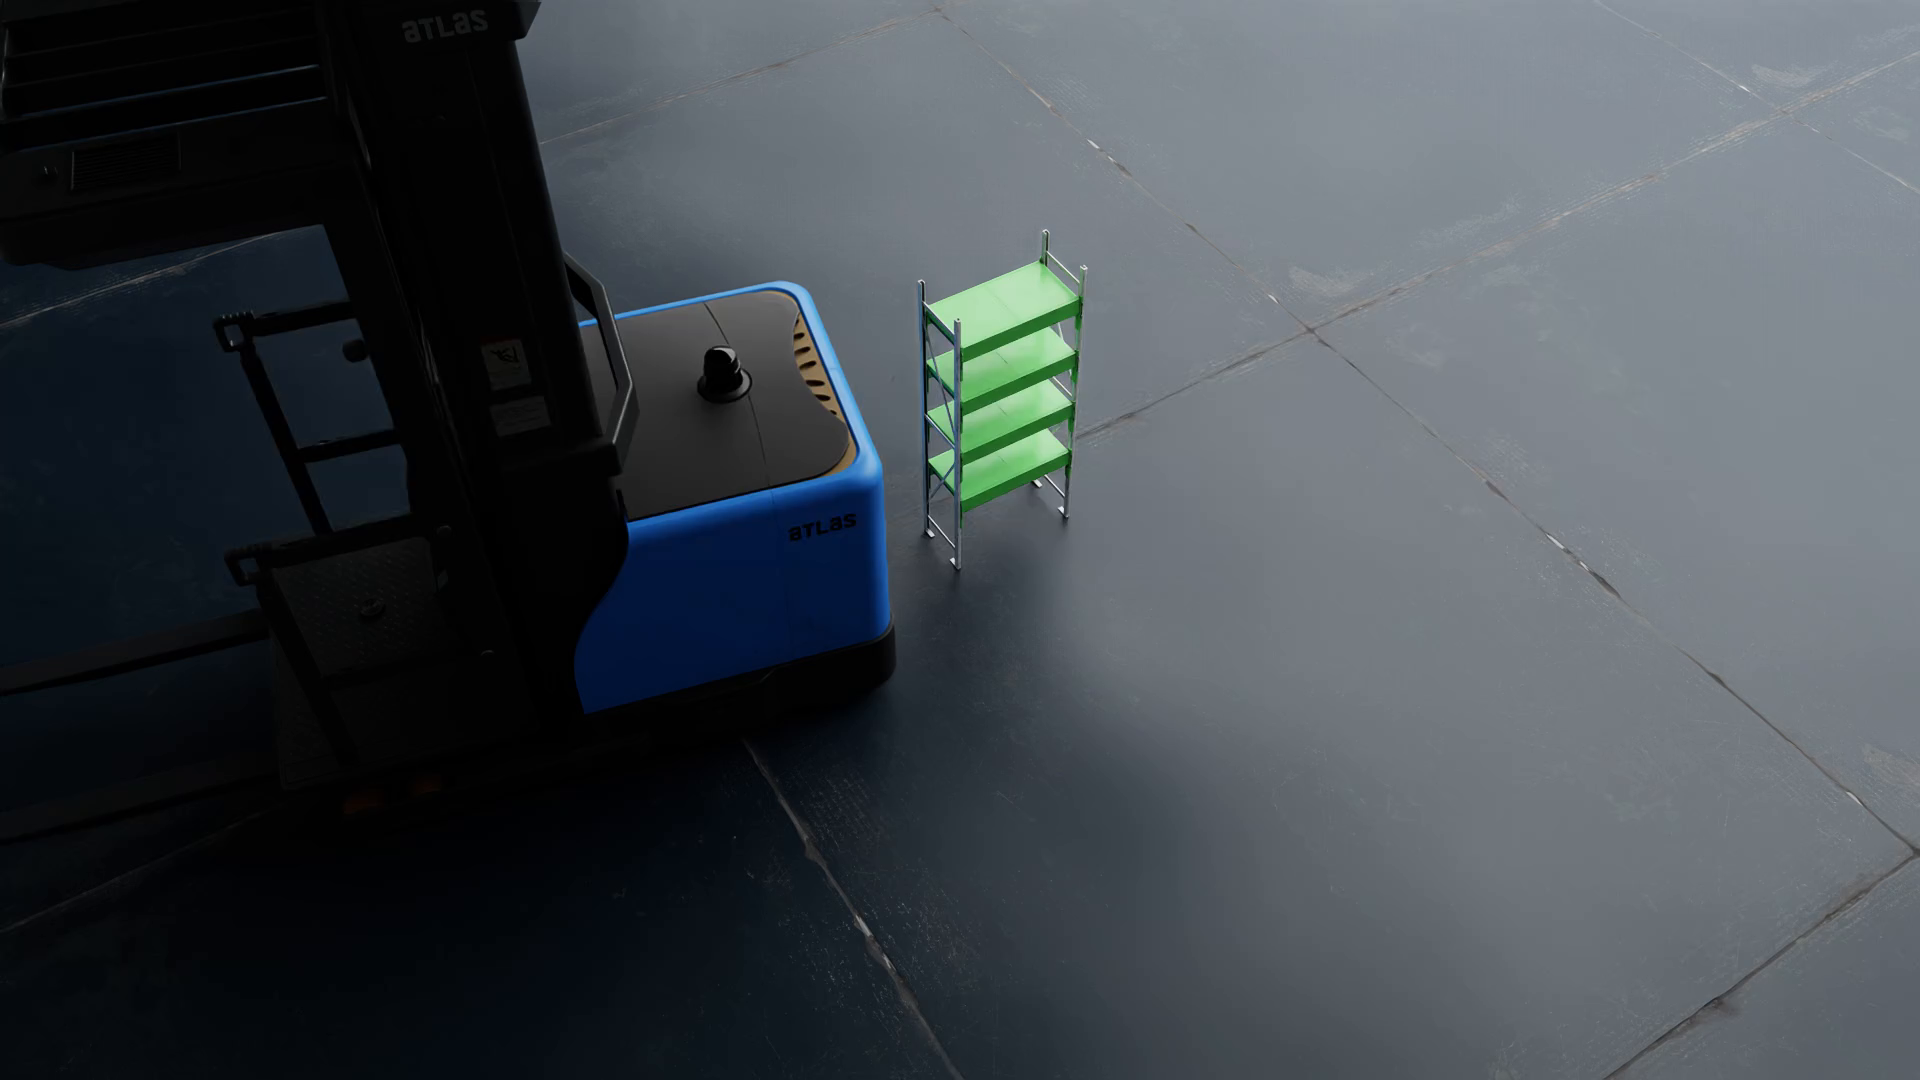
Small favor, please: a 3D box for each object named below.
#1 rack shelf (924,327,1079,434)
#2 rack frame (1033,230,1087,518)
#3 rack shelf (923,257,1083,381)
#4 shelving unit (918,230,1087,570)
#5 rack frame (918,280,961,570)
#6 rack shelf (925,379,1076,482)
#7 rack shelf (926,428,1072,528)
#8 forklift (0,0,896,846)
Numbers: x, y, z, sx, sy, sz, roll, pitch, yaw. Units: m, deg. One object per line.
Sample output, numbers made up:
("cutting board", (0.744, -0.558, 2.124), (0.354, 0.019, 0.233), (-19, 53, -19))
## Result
("rack shelf", (0.140, -0.582, 5.729), (0.480, 0.148, 0.258), (-25, 53, -21))
("rack frame", (0.346, -0.562, 5.947), (0.015, 1.200, 0.240), (-25, 53, -21))
("rack shelf", (0.140, -0.742, 5.550), (0.480, 0.148, 0.258), (-25, 53, -21))
("shelving unit", (0.140, -0.465, 5.861), (0.503, 1.200, 0.258), (-25, 53, -21))
("rack frame", (-0.066, -0.368, 5.774), (0.015, 1.200, 0.240), (-25, 53, -21))
("rack shelf", (0.140, -0.422, 5.908), (0.480, 0.148, 0.258), (-25, 53, -21))
("rack shelf", (0.140, -0.263, 6.088), (0.480, 0.148, 0.258), (-25, 53, -21))
("forklift", (-1.796, -0.462, 4.699), (3.031, 2.935, 1.130), (-14, 50, -12))
